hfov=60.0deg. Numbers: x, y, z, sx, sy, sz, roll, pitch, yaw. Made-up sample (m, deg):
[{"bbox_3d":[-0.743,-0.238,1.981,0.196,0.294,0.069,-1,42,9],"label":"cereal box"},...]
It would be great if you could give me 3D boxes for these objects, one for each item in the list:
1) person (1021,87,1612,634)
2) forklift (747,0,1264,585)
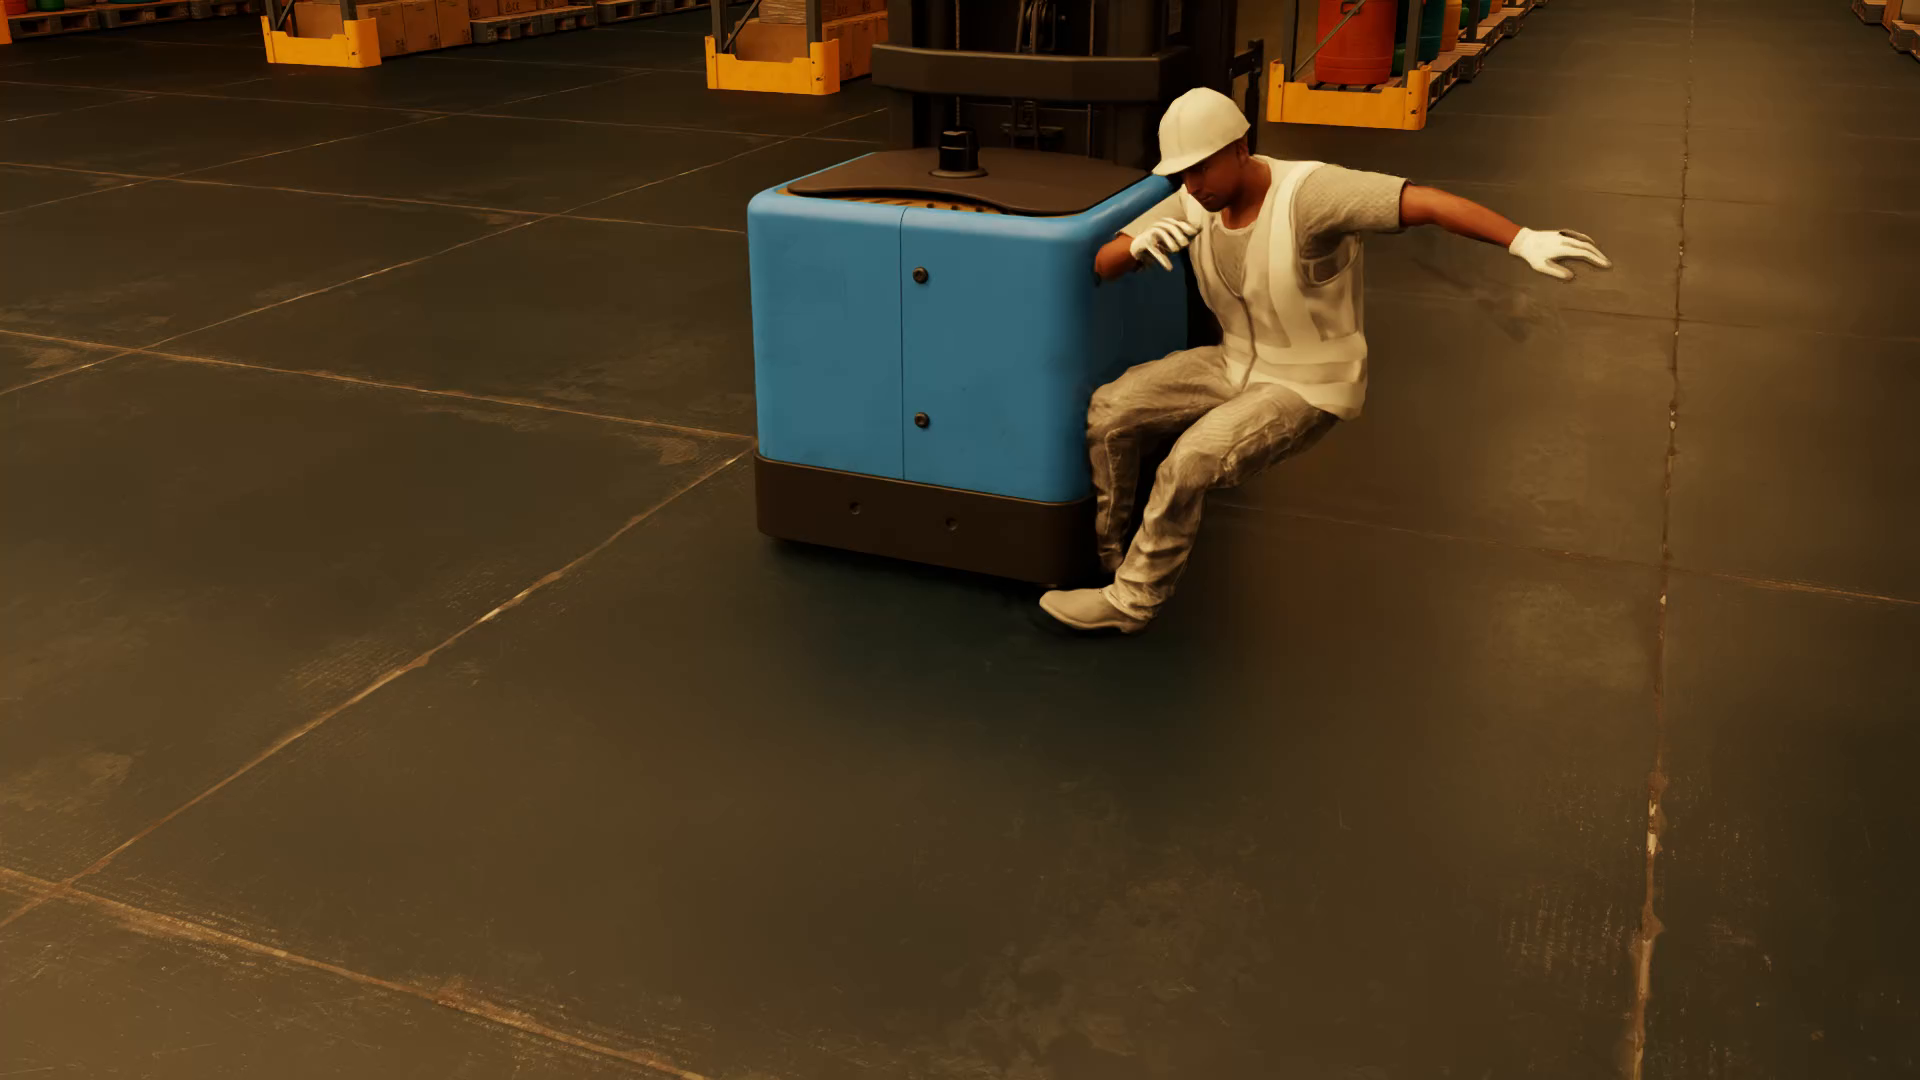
[{"bbox_3d":[0.762,-0.386,4.168,0.859,1.422,1.334,-15,27,-31],"label":"person"},{"bbox_3d":[0.440,-1.764,5.513,1.130,2.935,3.031,9,24,22],"label":"forklift"}]
